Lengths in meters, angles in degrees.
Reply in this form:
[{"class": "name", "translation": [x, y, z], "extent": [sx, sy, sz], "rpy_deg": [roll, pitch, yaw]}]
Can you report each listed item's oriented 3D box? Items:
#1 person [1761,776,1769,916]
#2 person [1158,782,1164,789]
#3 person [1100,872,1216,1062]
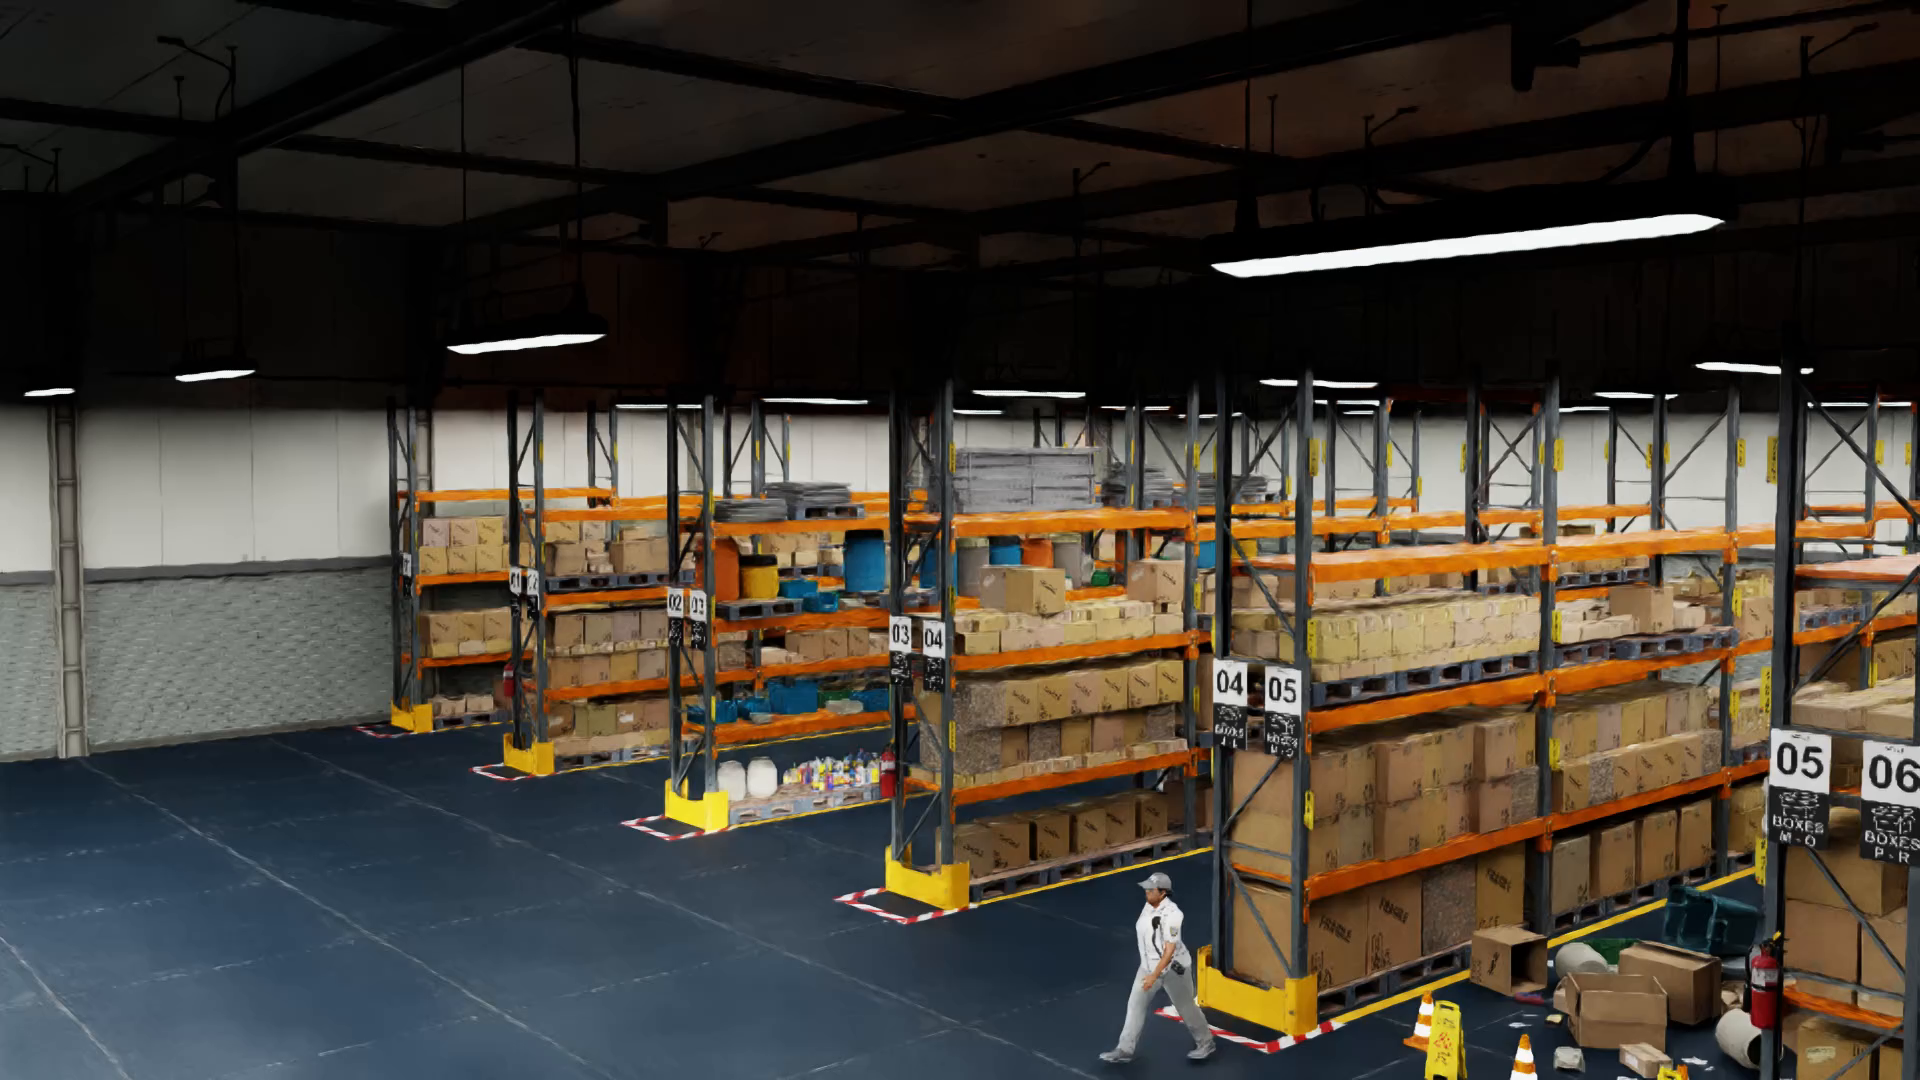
[{"class": "person", "translation": [8.986, 3.208, 18.129], "extent": [0.447, 1.762, 0.632], "rpy_deg": [1, 4, 18]}, {"class": "person", "translation": [2.971, 2.900, 23.642], "extent": [0.653, 1.740, 0.562], "rpy_deg": [-1, 3, -11]}, {"class": "person", "translation": [1.676, 3.545, 13.804], "extent": [1.003, 1.597, 0.477], "rpy_deg": [-2, 4, -31]}]
